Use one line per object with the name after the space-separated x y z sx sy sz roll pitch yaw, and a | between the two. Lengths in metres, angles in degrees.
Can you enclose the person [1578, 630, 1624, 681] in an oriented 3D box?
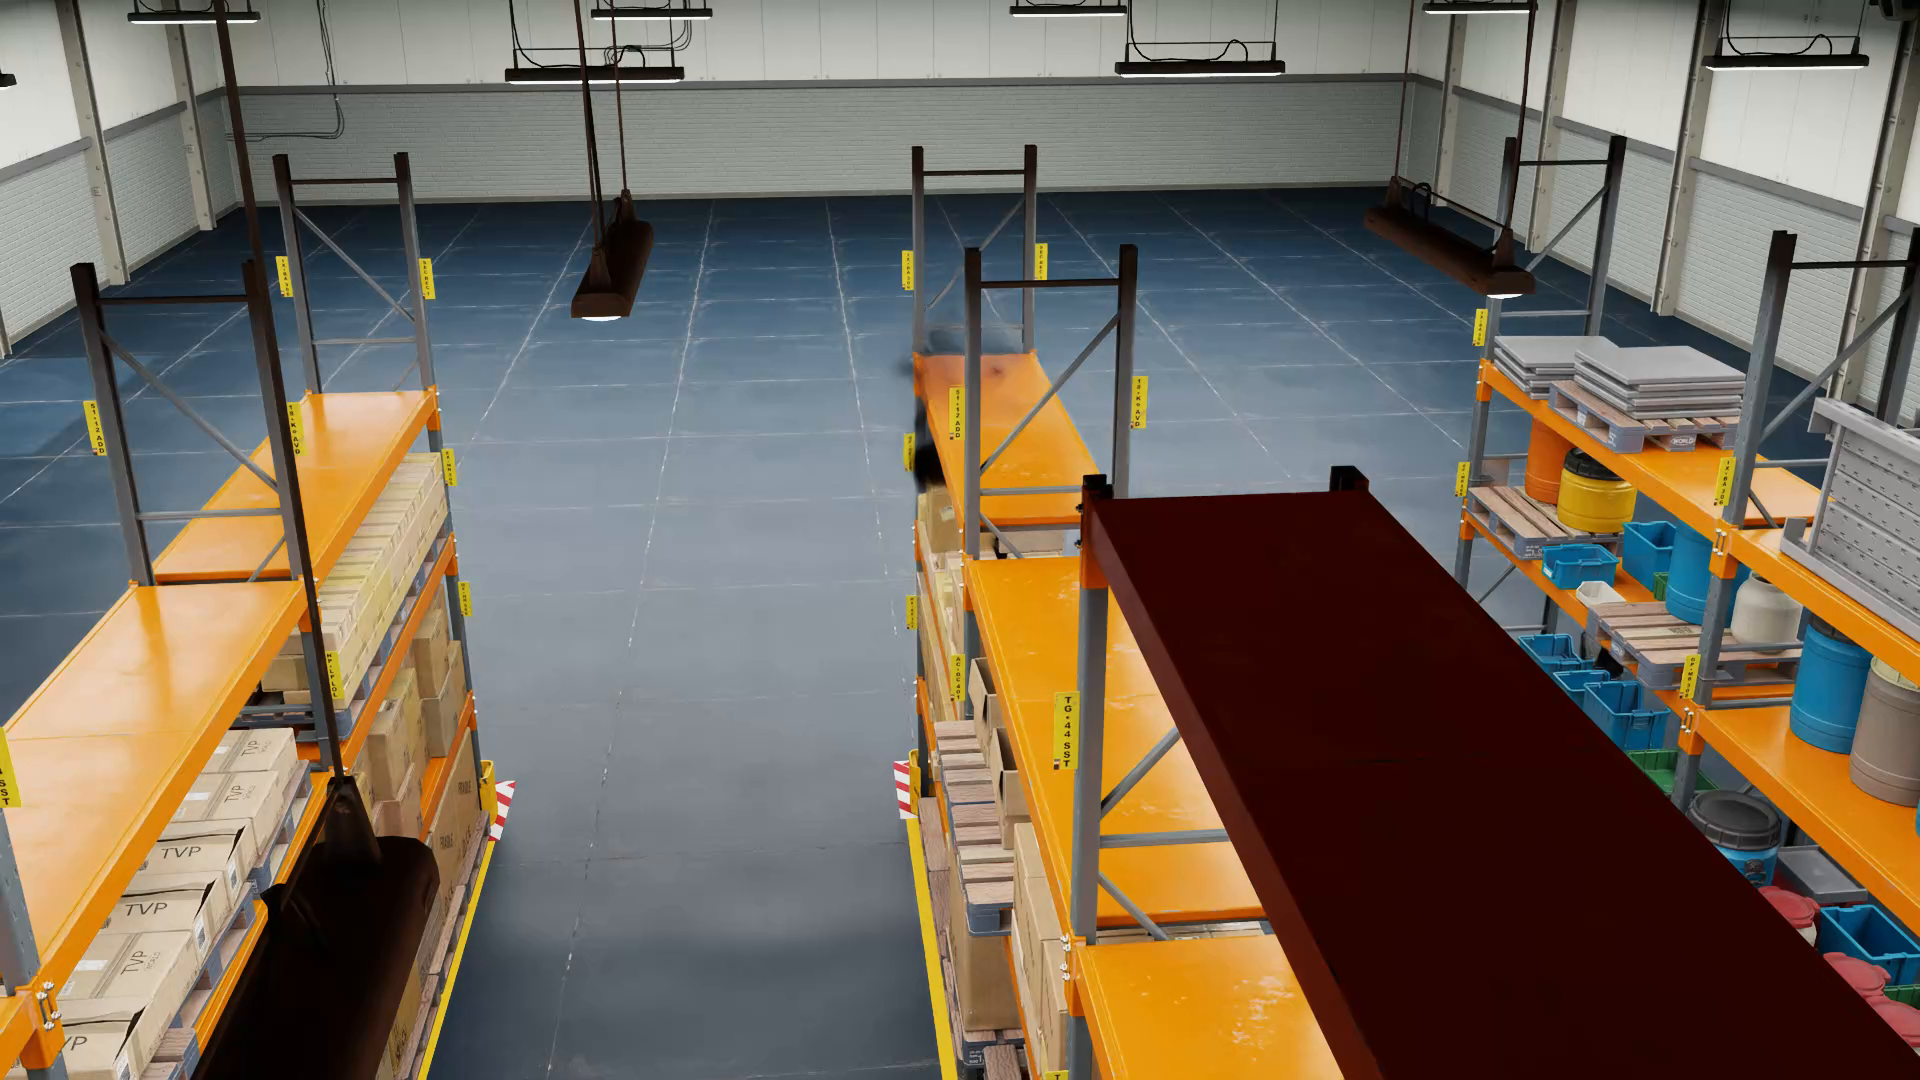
6.184 1.268 16.190 0.675 1.661 0.530 -11 24 -26 | person
